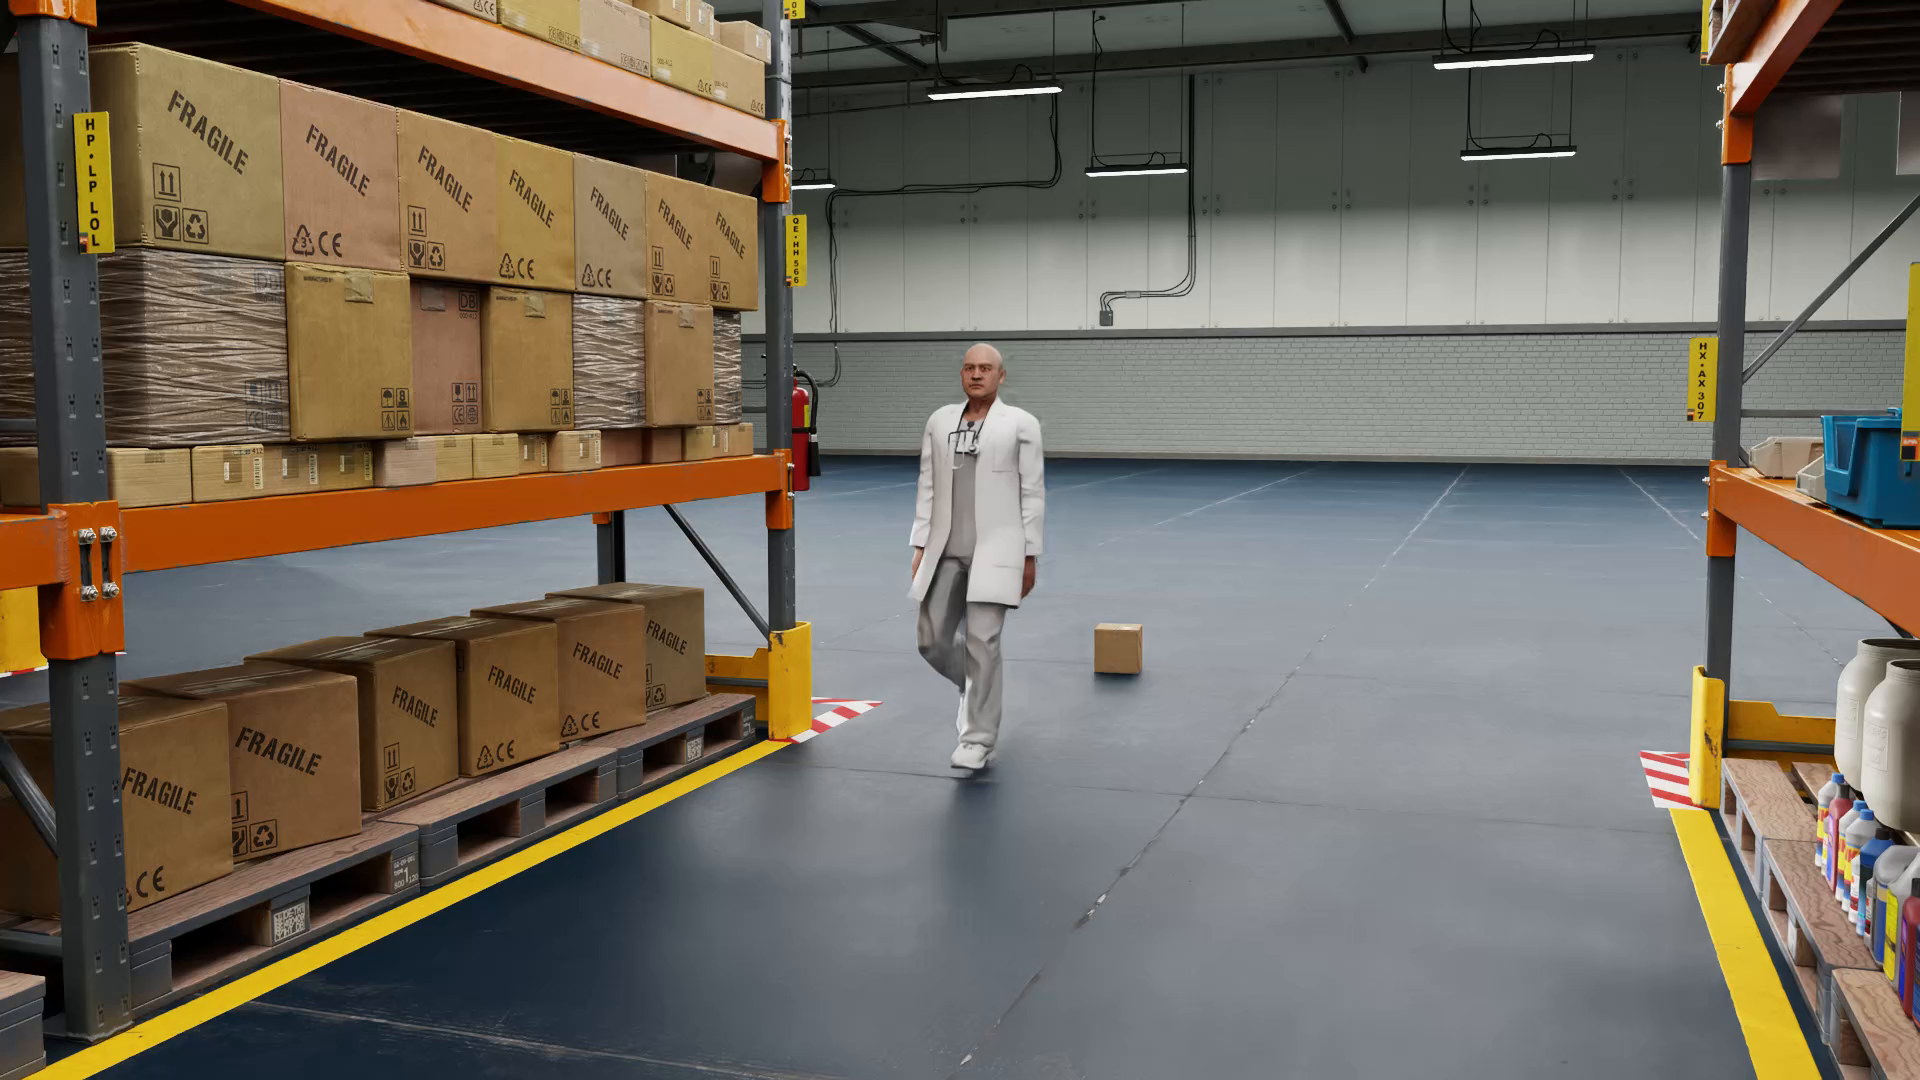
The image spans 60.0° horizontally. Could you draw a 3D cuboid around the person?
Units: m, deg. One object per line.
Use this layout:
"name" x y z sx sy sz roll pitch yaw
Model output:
"person" 0.071 0.049 7.082 0.591 1.761 0.731 2 6 23
